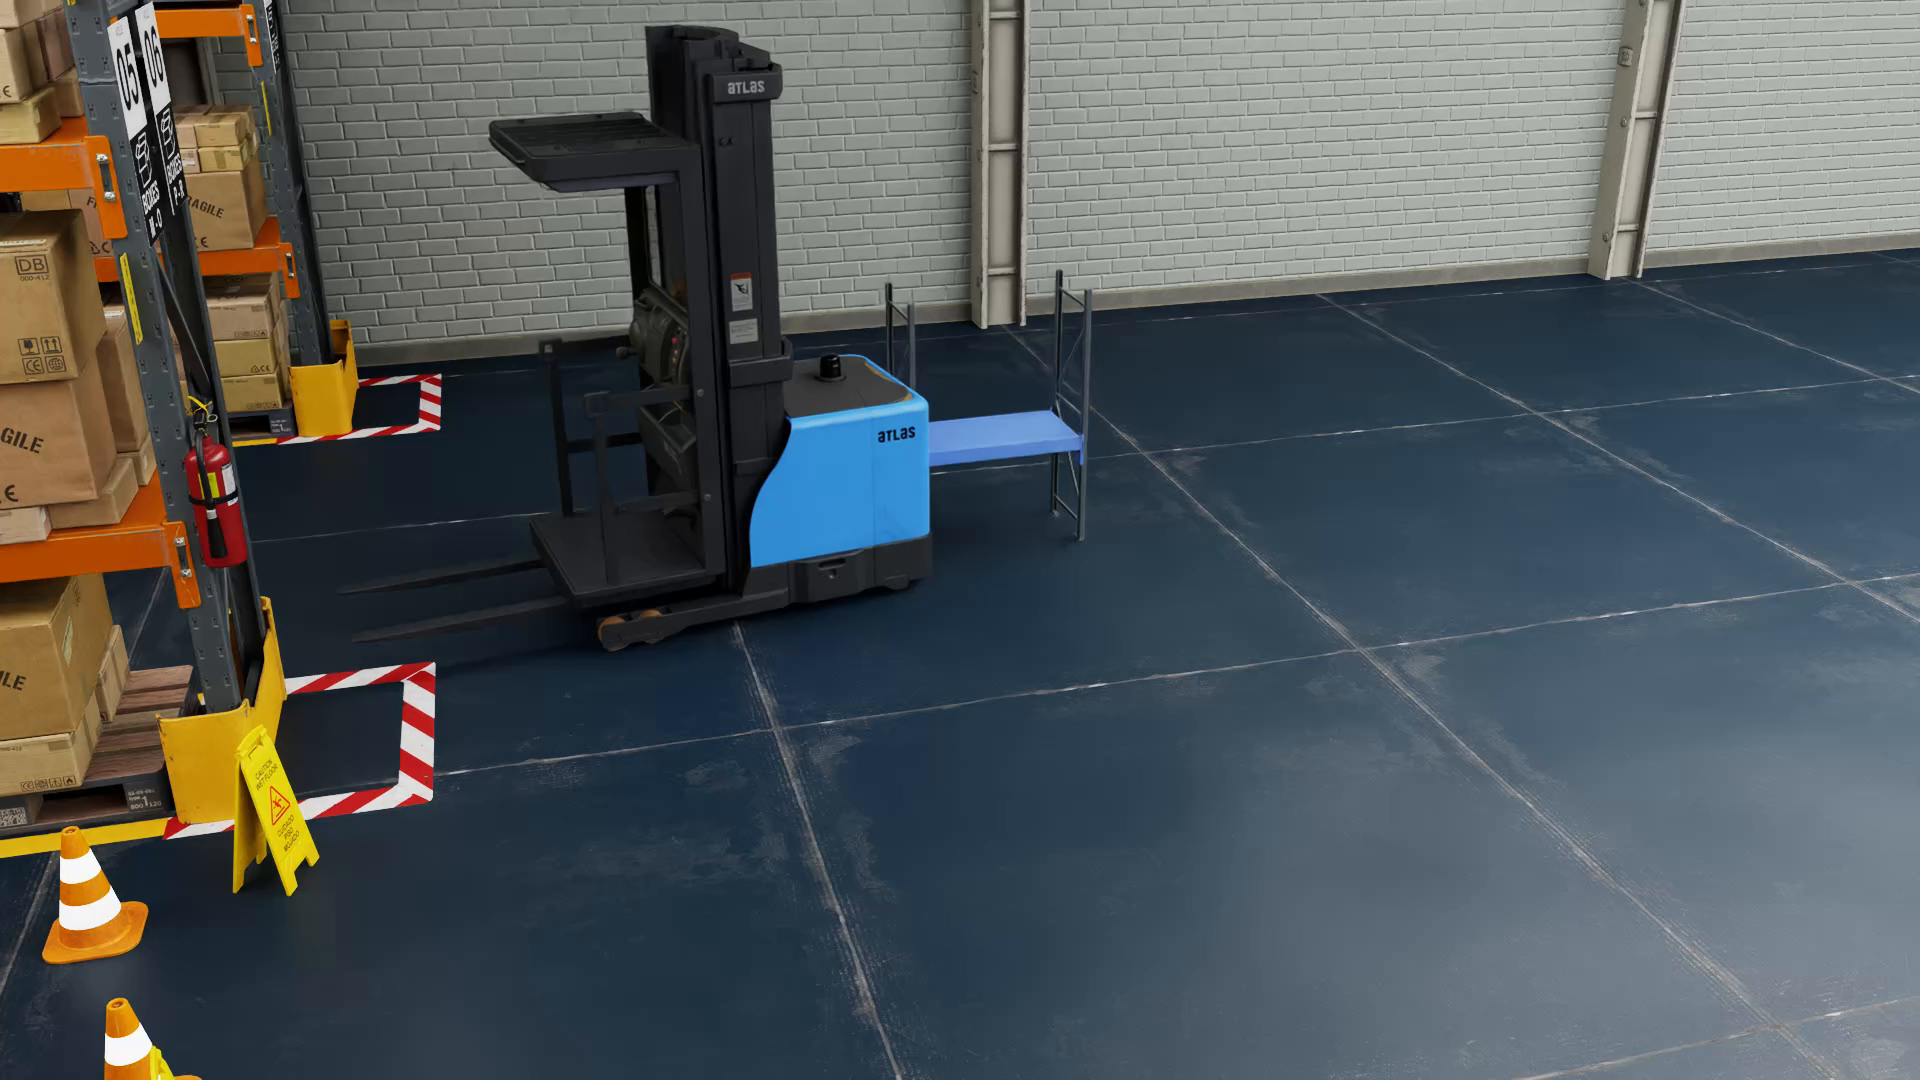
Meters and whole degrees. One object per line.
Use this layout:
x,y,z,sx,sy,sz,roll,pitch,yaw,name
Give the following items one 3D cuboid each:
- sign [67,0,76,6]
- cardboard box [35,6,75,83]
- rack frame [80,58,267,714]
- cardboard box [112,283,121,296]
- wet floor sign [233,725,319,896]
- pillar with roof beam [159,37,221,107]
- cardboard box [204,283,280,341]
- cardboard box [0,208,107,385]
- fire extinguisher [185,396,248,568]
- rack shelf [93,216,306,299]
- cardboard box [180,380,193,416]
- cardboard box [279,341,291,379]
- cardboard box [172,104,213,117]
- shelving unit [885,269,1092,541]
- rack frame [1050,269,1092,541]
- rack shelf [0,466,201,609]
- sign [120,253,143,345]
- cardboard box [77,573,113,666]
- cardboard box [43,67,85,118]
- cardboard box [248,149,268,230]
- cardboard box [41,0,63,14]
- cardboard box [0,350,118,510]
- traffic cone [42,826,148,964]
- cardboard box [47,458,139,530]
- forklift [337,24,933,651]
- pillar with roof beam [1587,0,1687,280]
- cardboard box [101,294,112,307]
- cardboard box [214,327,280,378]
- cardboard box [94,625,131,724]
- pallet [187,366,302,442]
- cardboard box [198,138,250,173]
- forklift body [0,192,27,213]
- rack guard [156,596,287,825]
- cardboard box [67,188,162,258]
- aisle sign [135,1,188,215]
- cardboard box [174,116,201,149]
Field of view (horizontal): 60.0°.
-3.066,-1.999,5.678,0.005,0.325,0.100,-6,24,-14,sign
-3.752,-1.920,6.430,0.500,0.250,0.500,-7,24,-15,cardboard box
-3.196,-0.426,6.940,0.127,3.000,1.000,-6,24,-14,rack frame
-5.535,-1.666,11.514,0.500,0.250,0.500,-6,24,-14,cardboard box
-2.724,1.041,6.505,0.232,0.644,0.267,2,23,4,wet floor sign
-4.292,-3.701,6.963,0.400,9.000,9.100,-6,24,-14,pillar with roof beam
-4.900,-1.532,11.203,0.500,0.250,0.500,-5,24,-13,cardboard box
-3.629,-0.931,6.344,0.500,0.500,0.700,-7,24,-16,cardboard box
-2.962,-0.228,6.576,0.183,0.674,0.296,-6,24,-14,fire extinguisher
-6.466,-1.767,10.976,4.000,0.370,1.077,-6,24,-14,rack shelf
-5.389,-1.021,11.279,0.500,0.250,0.500,-6,24,-14,cardboard box
-5.066,-1.262,11.841,0.500,0.250,0.500,-6,24,-14,cardboard box
-5.195,-2.832,11.220,0.250,0.149,0.380,-5,24,-13,cardboard box
0.155,-0.718,9.522,1.048,1.500,0.538,-7,24,-16,shelving unit
0.640,-0.779,9.663,0.032,1.500,0.500,-7,24,-16,rack frame
-5.122,0.117,6.585,4.000,0.370,1.077,-6,24,-14,rack shelf
-3.066,-0.891,6.153,0.005,0.325,0.100,-6,24,-14,sign
-4.070,0.283,7.289,0.500,0.500,0.500,-7,24,-16,cardboard box
-3.603,-1.777,6.603,0.250,0.149,0.380,-6,24,-14,cardboard box
-5.093,-2.409,11.434,0.500,0.500,0.500,-6,24,-13,cardboard box
-3.594,-2.096,6.333,0.250,0.149,0.380,-6,24,-15,cardboard box
-3.644,-0.447,6.483,0.500,0.500,0.500,-7,24,-15,cardboard box
-3.262,1.275,6.192,0.334,0.463,0.336,-6,24,-14,traffic cone
-3.499,-0.190,6.707,0.250,0.149,0.380,-5,24,-13,cardboard box
-1.710,-1.023,8.416,3.031,2.935,1.130,-10,25,-23,forklift
7.262,-4.979,9.942,0.400,9.000,9.100,-6,24,-14,pillar with roof beam
-5.873,-1.418,10.937,0.500,0.250,0.500,-6,24,-14,cardboard box
-4.925,-1.299,11.294,0.500,0.250,0.500,-7,24,-15,cardboard box
-4.048,0.625,7.444,0.500,0.250,0.500,-7,24,-15,cardboard box
-5.266,-0.932,11.654,1.213,0.211,1.003,-6,24,-14,pallet
-4.799,-2.511,10.849,0.250,0.149,0.380,-6,24,-14,cardboard box
-5.874,-1.026,9.413,1.214,2.155,2.313,-6,24,-14,forklift body
-3.269,0.730,7.414,0.348,0.500,1.175,-6,24,-14,rack guard
-5.446,-2.153,10.836,0.500,0.500,0.500,-6,24,-13,cardboard box
-3.220,-1.745,6.717,0.004,0.787,0.394,-6,24,-14,aisle sign
-5.058,-2.635,10.761,0.250,0.149,0.380,-6,24,-14,cardboard box
